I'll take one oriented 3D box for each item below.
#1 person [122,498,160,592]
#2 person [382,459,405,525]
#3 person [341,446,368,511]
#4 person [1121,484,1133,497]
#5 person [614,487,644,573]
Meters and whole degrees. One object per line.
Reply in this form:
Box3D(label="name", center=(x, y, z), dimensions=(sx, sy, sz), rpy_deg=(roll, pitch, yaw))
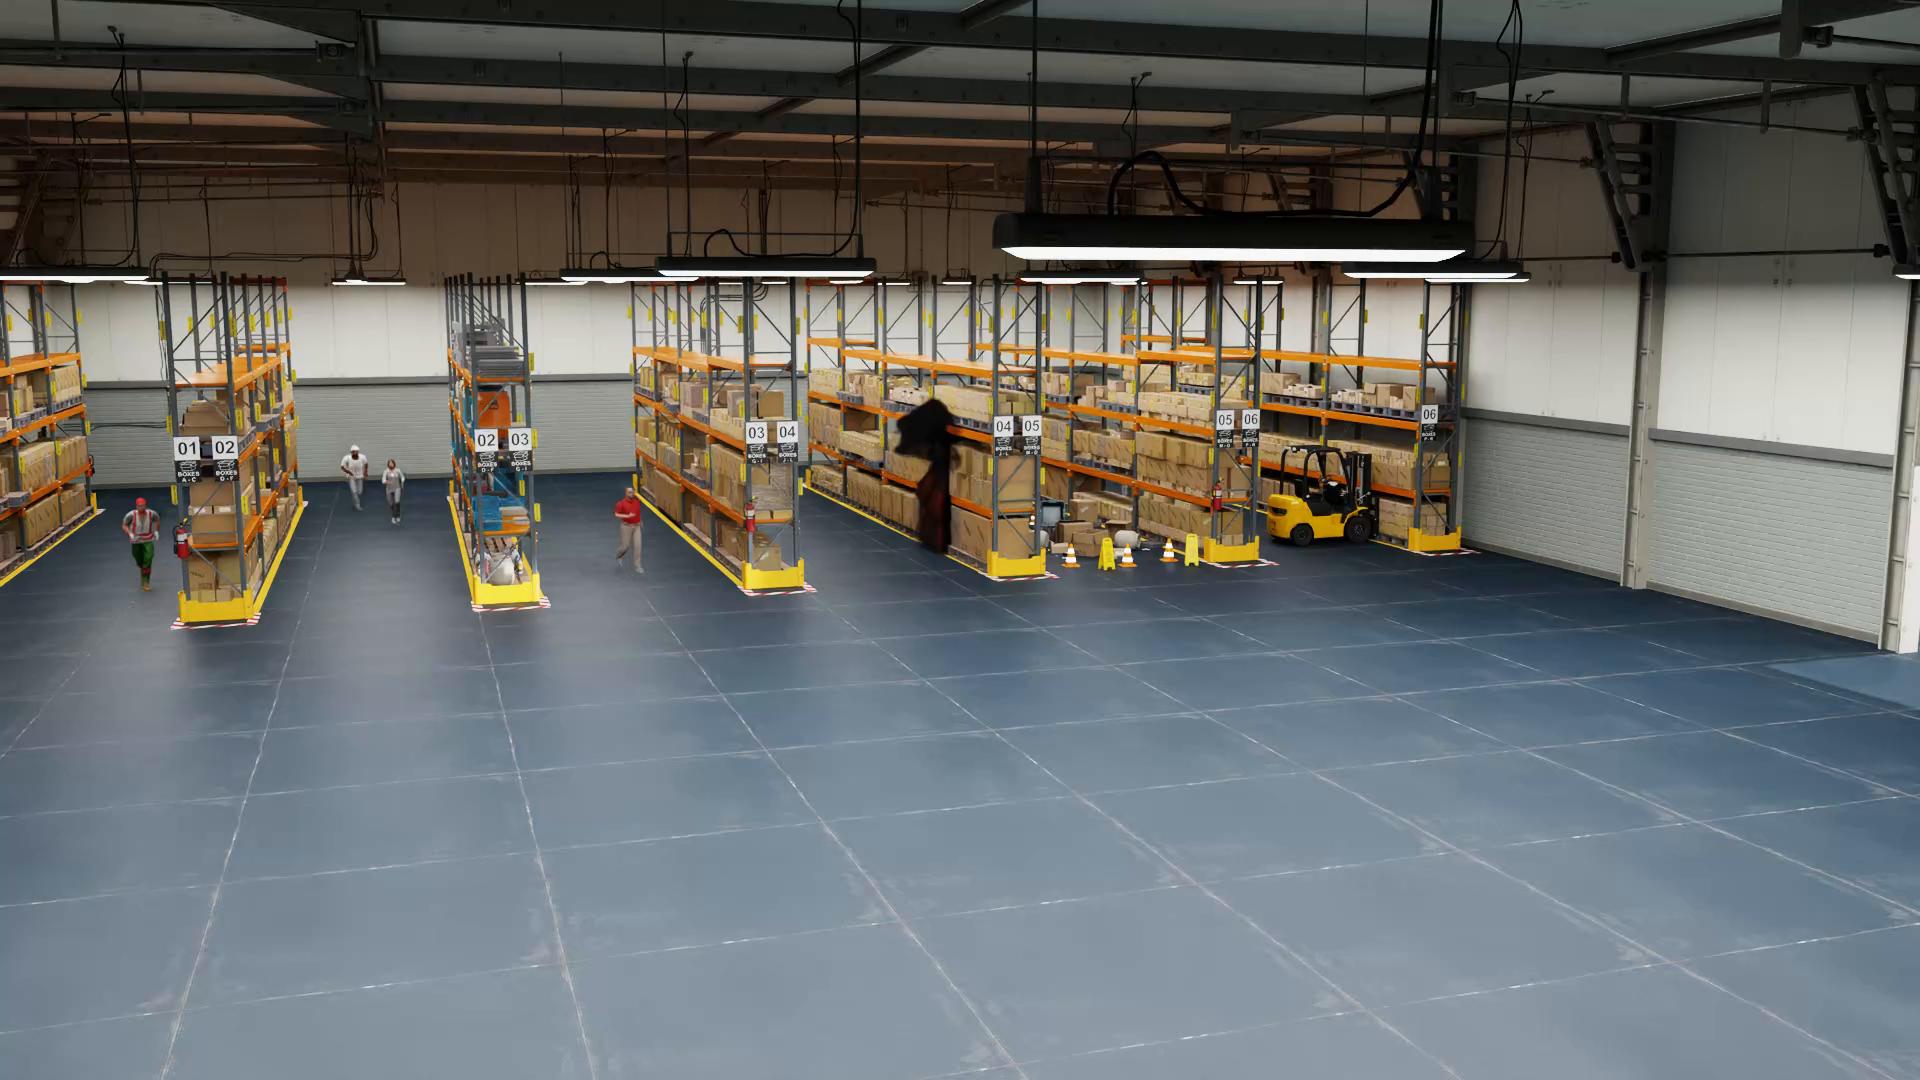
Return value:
Box3D(label="person", center=(-15.720, 0.047, 31.976), dimensions=(0.659, 1.771, 1.132), rpy_deg=(-4, 10, -25))
Box3D(label="person", center=(-13.797, -1.170, 40.510), dimensions=(0.508, 1.604, 0.667), rpy_deg=(-2, 9, -14))
Box3D(label="person", center=(-15.713, -1.619, 43.196), dimensions=(0.686, 1.703, 0.752), rpy_deg=(-5, 10, -28))
Box3D(label="person", center=(4.693, -2.013, 45.583), dimensions=(0.669, 1.855, 0.862), rpy_deg=(-3, 9, -21))
Box3D(label="person", center=(-6.717, -0.227, 33.777), dimensions=(0.679, 1.714, 0.907), rpy_deg=(-7, 11, -39))
